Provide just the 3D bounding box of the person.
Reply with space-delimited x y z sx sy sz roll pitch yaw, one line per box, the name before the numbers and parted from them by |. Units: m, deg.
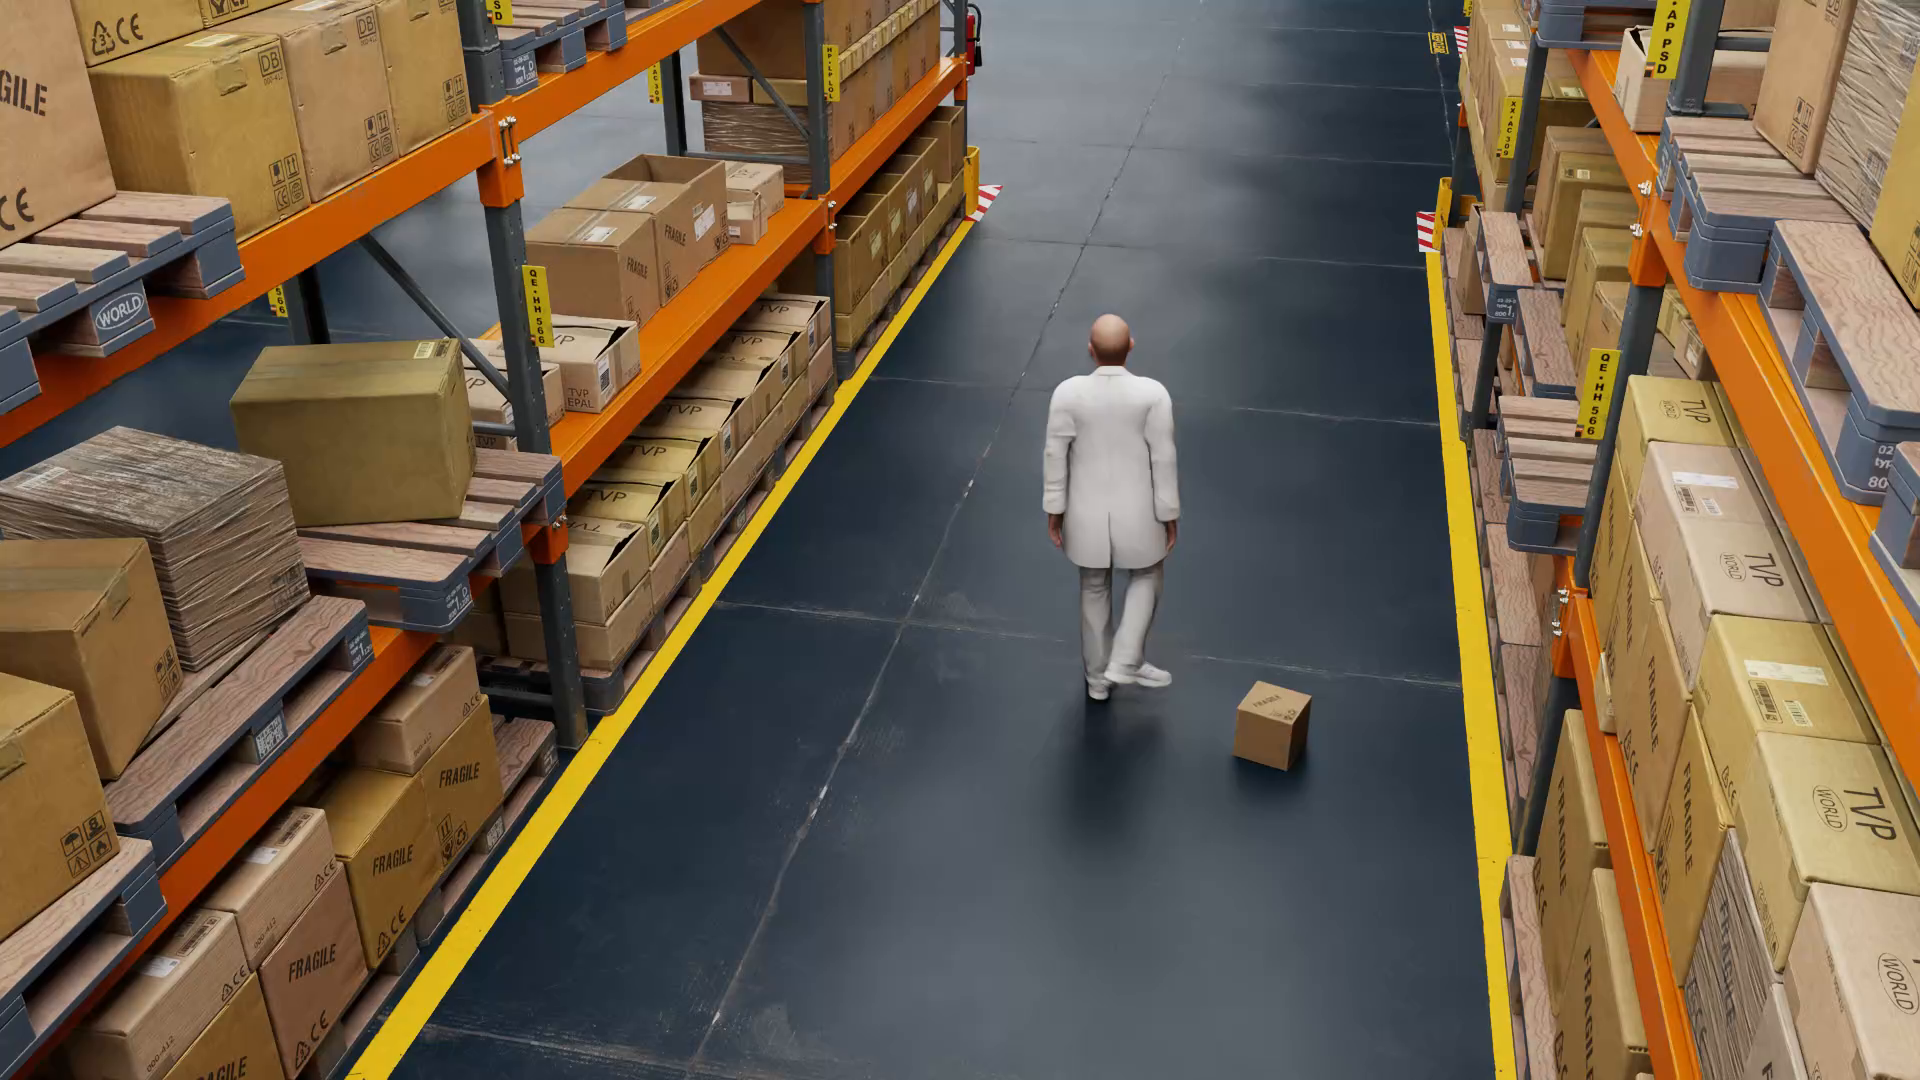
person | 0.665 -0.100 7.308 0.628 1.772 0.578 5 29 9
